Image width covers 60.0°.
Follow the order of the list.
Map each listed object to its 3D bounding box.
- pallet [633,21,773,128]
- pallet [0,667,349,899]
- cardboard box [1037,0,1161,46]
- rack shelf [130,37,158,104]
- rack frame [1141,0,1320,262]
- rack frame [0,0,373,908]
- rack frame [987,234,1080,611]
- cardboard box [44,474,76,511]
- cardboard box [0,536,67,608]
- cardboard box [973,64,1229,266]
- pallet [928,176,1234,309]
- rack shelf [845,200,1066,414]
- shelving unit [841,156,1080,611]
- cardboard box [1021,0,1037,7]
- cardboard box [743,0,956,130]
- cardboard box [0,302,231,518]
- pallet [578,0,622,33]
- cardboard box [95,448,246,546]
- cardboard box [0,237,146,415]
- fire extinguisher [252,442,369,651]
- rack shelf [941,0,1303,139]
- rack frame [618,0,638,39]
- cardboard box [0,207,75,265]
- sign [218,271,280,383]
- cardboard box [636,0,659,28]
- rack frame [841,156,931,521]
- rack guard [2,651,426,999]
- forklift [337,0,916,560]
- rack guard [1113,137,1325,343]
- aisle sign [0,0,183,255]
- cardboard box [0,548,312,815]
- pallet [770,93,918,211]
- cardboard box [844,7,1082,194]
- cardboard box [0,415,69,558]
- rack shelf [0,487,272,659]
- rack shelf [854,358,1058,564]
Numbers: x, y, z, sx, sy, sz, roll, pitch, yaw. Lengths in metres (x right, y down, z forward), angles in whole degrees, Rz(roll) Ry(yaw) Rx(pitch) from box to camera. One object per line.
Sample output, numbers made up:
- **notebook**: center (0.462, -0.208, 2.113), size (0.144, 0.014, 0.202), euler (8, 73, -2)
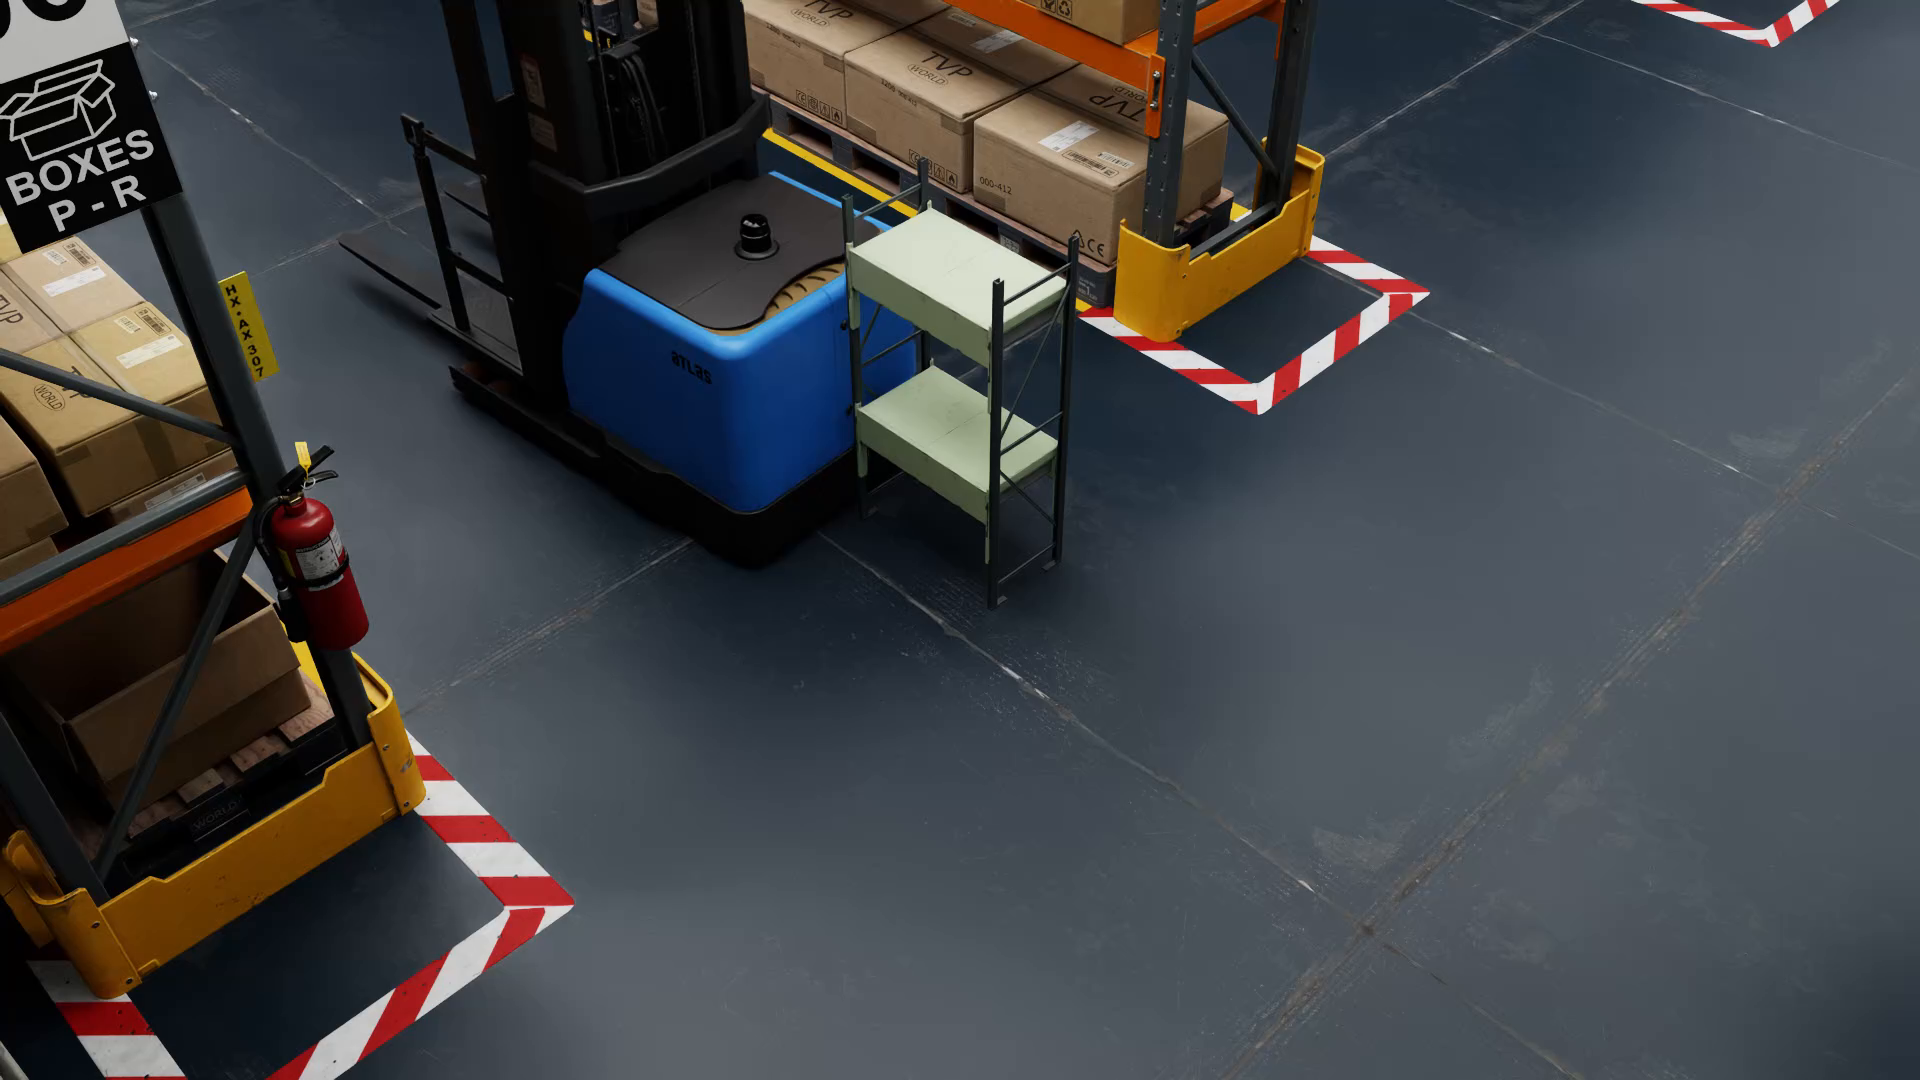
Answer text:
- **pallet**: center (-1.130, -2.861, 9.636), size (1.003, 0.211, 1.213), euler (-34, 53, -31)
- **pallet**: center (-2.916, 0.620, 5.869), size (1.003, 0.211, 1.213), euler (-34, 53, -31)
- **cardboard box**: center (0.685, -2.508, 7.125), size (0.500, 0.500, 0.500), euler (-34, 52, -31)
- **rack shelf**: center (-3.711, -1.784, 4.735), size (1.077, 0.370, 4.000), euler (-34, 53, -31)
- **rack frame**: center (1.213, -2.366, 7.045), size (1.000, 3.000, 0.127), euler (-34, 53, -31)
- **rack frame**: center (-2.299, 0.014, 4.469), size (1.000, 3.000, 0.127), euler (-34, 53, -31)
- **rack frame**: center (0.254, -0.378, 5.999), size (0.400, 1.500, 0.023), euler (-34, 53, -31)
- **cardboard box**: center (-2.549, -0.283, 4.976), size (0.380, 0.149, 0.250), euler (-33, 52, -30)
- **cardboard box**: center (-2.723, 0.076, 4.587), size (0.250, 0.149, 0.380), euler (34, 52, 31)
- **cardboard box**: center (0.676, -1.849, 8.064), size (0.875, 0.438, 0.875), euler (32, 52, 30)
- **pallet**: center (0.593, -1.689, 8.367), size (1.003, 0.211, 1.213), euler (-34, 53, -31)
- **rack shelf**: center (-0.005, -0.841, 5.924), size (0.431, 0.370, 0.720), euler (-34, 53, -31)
- **shelving unit**: center (-0.005, -0.554, 6.189), size (0.431, 1.500, 0.755), euler (-34, 53, -31)
- **cardboard box**: center (0.341, -2.756, 7.394), size (0.500, 0.500, 0.500), euler (33, 52, 31)
- **cardboard box**: center (-0.612, -2.718, 9.005), size (0.875, 0.438, 0.875), euler (33, 52, 30)
- **cardboard box**: center (-2.428, -0.387, 4.794), size (0.500, 0.250, 0.500), euler (-34, 52, -31)
- **pallet**: center (-2.210, -3.599, 10.434), size (1.003, 0.211, 1.213), euler (-34, 53, -31)
- **cardboard box**: center (-2.337, -0.183, 4.867), size (0.250, 0.149, 0.380), euler (34, 52, 31)
- **cardboard box**: center (-2.784, -0.629, 5.056), size (0.500, 0.250, 0.500), euler (-34, 52, -31)
- **fire extinguisher**: center (-1.867, 0.029, 4.785), size (0.296, 0.674, 0.183), euler (-34, 53, -31)
- **rack shelf**: center (-0.199, -3.063, 8.329), size (1.077, 0.370, 4.000), euler (-34, 53, -31)
- **rack frame**: center (-1.612, -4.288, 9.125), size (1.000, 3.000, 0.127), euler (-34, 53, -31)
- **cardboard box**: center (-3.145, -0.871, 5.318), size (0.500, 0.250, 0.500), euler (33, 52, 31)
- **sign**: center (-1.915, -0.564, 4.457), size (0.100, 0.325, 0.005), euler (-34, 53, -31)
- **cardboard box**: center (-1.244, -3.148, 9.470), size (0.875, 0.438, 0.875), euler (33, 52, 31)
- **rack frame**: center (-0.263, -0.730, 6.379), size (0.400, 1.500, 0.023), euler (-34, 53, -31)
- **rack guard**: center (-2.352, 0.896, 5.357), size (1.175, 0.500, 0.348), euler (-34, 53, -31)
- **forklift**: center (-1.609, -1.857, 6.544), size (3.031, 2.935, 1.130), euler (30, 51, 29)
- **rack guard**: center (1.230, -1.437, 7.881), size (1.175, 0.500, 0.348), euler (-34, 53, -31)
- **aisle sign**: center (-2.043, -1.048, 3.703), size (0.394, 0.787, 0.004), euler (-34, 53, -31)
- **cardboard box**: center (-2.663, 0.438, 5.541), size (0.637, 0.503, 0.797), euler (32, 52, 30)
- **pallet**: center (-0.264, -2.275, 9.001), size (1.003, 0.211, 1.213), euler (-34, 53, -31)
- **cardboard box**: center (0.024, -2.284, 8.535), size (0.875, 0.438, 0.875), euler (-33, 52, -30)
- **cardboard box**: center (-2.811, -0.134, 4.520), size (0.500, 0.250, 0.500), euler (-33, 52, -30)
- **rack shelf**: center (-3.711, -0.682, 5.753), size (1.077, 0.370, 4.000), euler (-34, 53, -31)
- **rack shelf**: center (-0.005, -0.315, 6.410), size (0.431, 0.370, 0.720), euler (-34, 53, -31)
